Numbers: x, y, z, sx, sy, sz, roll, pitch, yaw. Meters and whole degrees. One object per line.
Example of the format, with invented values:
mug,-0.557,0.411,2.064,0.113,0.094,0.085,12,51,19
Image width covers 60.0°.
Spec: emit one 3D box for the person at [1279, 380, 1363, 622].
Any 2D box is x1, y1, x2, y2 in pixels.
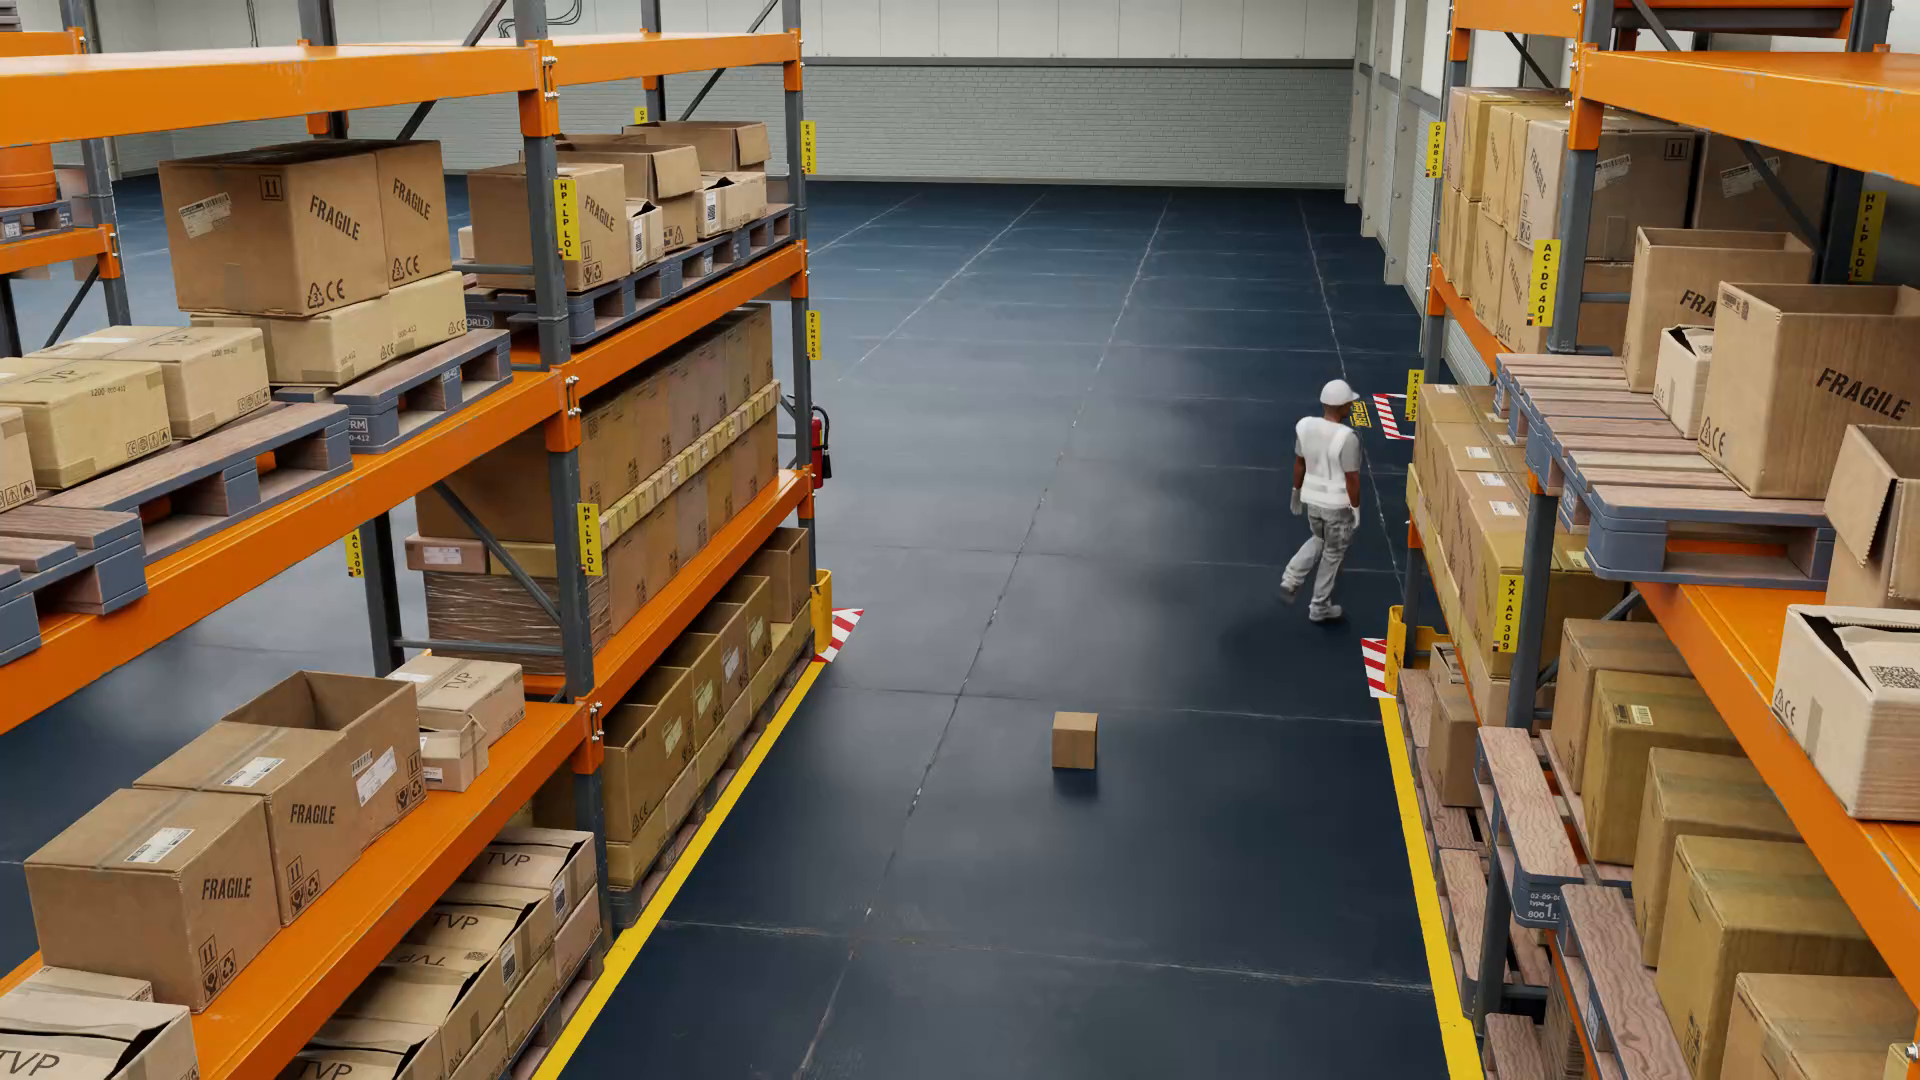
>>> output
person,2.623,-0.282,11.812,0.483,1.771,0.610,-12,21,-33
